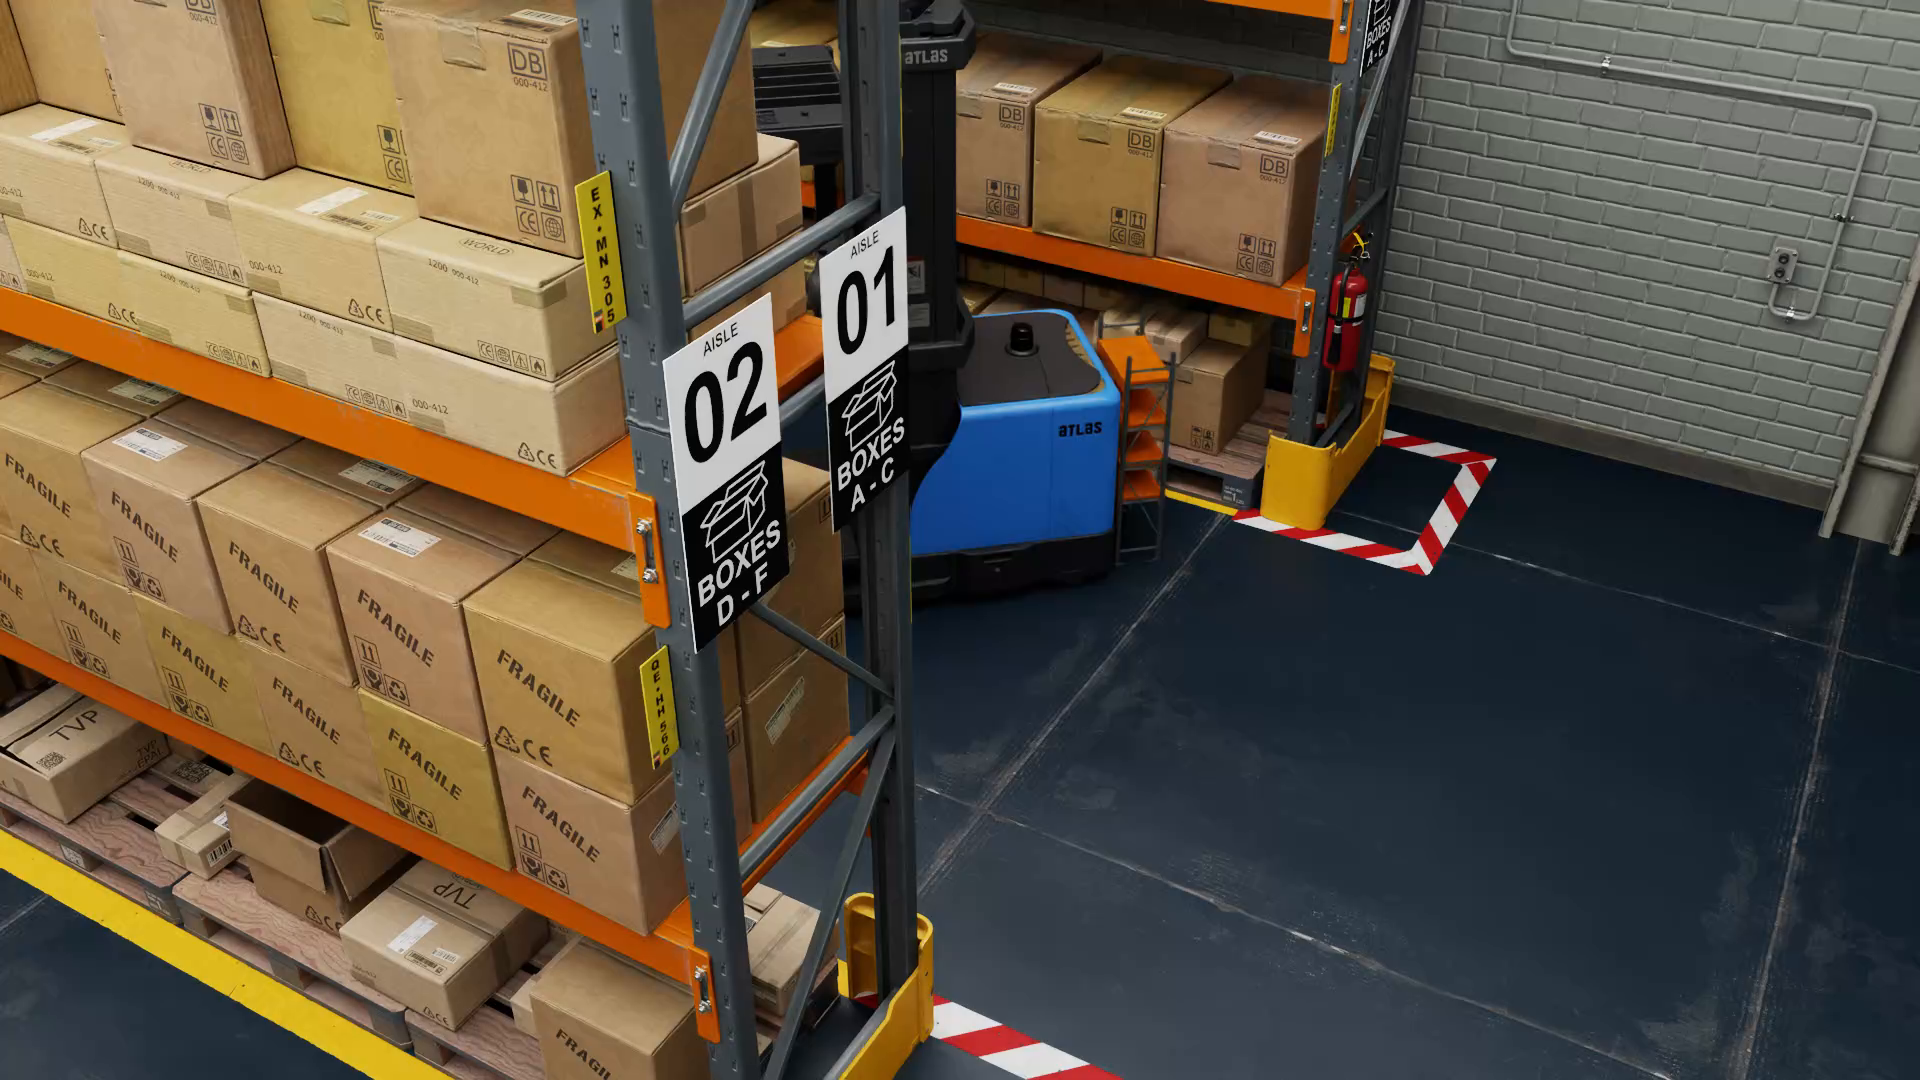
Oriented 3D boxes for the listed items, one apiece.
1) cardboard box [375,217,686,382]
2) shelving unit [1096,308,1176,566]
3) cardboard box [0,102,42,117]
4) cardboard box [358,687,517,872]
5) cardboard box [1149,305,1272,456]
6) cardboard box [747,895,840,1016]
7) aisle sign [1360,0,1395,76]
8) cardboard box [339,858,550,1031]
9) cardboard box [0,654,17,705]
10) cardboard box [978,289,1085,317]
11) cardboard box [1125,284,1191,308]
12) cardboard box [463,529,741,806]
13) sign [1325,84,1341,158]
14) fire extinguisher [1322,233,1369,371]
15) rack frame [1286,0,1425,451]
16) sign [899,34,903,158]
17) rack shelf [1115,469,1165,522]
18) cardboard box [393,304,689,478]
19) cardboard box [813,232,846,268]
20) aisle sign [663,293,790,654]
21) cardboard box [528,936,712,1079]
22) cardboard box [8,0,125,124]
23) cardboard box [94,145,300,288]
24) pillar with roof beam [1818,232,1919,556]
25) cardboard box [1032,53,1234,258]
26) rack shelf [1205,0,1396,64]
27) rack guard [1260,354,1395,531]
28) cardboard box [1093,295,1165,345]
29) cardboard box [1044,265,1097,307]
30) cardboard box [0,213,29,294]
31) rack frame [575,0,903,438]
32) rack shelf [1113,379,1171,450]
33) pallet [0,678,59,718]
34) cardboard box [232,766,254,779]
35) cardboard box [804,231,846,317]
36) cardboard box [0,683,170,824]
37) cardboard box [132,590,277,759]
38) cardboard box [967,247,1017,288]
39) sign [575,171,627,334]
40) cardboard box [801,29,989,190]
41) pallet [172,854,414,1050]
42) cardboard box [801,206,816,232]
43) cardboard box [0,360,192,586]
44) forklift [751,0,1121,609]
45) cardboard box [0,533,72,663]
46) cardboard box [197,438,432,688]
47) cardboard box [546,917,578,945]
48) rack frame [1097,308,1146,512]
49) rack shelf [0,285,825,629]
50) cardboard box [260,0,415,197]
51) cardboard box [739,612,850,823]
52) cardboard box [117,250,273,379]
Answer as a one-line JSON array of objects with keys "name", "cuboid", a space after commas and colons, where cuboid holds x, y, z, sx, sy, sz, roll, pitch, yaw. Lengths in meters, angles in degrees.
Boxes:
[{"name": "cardboard box", "cuboid": [-1.017, -0.646, 3.992, 0.500, 0.250, 0.500, 18, 37, 24]}, {"name": "shelving unit", "cuboid": [0.861, -0.516, 8.442, 0.258, 1.200, 0.503, -7, 34, -10]}, {"name": "cardboard box", "cuboid": [-2.755, -1.195, 4.816, 0.500, 0.250, 0.500, 18, 37, 24]}, {"name": "cardboard box", "cuboid": [-1.421, 0.592, 5.065, 0.500, 0.500, 0.500, 18, 38, 25]}, {"name": "cardboard box", "cuboid": [1.352, -0.897, 9.267, 0.500, 0.500, 0.700, 18, 37, 24]}, {"name": "cardboard box", "cuboid": [-0.638, 1.489, 5.982, 0.250, 0.149, 0.380, 18, 37, 24]}, {"name": "aisle sign", "cuboid": [1.923, -2.536, 7.507, 0.004, 0.787, 0.394, 18, 37, 24]}, {"name": "cardboard box", "cuboid": [-1.849, 1.421, 5.994, 0.500, 0.250, 0.500, 18, 37, 24]}, {"name": "cardboard box", "cuboid": [-4.488, 0.526, 7.112, 0.500, 0.500, 0.500, 17, 37, 24]}, {"name": "cardboard box", "cuboid": [0.481, -1.173, 9.681, 0.500, 0.500, 0.700, 16, 37, 23]}, {"name": "cardboard box", "cuboid": [1.120, -1.368, 9.389, 0.250, 0.149, 0.380, 18, 38, 25]}, {"name": "cardboard box", "cuboid": [-0.968, 0.319, 4.573, 0.500, 0.500, 0.500, 17, 37, 24]}, {"name": "sign", "cuboid": [1.729, -1.942, 7.701, 0.005, 0.325, 0.100, 18, 37, 24]}, {"name": "fire extinguisher", "cuboid": [1.912, -1.168, 8.203, 0.183, 0.674, 0.296, 18, 37, 24]}, {"name": "rack frame", "cuboid": [2.010, -1.618, 8.474, 0.127, 3.000, 1.000, 18, 37, 24]}, {"name": "sign", "cuboid": [-0.176, -1.107, 4.211, 0.005, 0.325, 0.100, 18, 37, 24]}, {"name": "rack shelf", "cuboid": [0.861, -0.295, 8.589, 0.258, 0.148, 0.480, -7, 34, -10]}, {"name": "cardboard box", "cuboid": [-1.022, -0.434, 4.125, 0.500, 0.250, 0.500, 18, 37, 24]}, {"name": "cardboard box", "cuboid": [-0.658, -1.686, 9.867, 0.250, 0.149, 0.380, 19, 38, 26]}, {"name": "aisle sign", "cuboid": [-0.538, -0.149, 3.923, 0.004, 0.787, 0.394, 18, 37, 24]}, {"name": "cardboard box", "cuboid": [-1.039, 1.593, 5.510, 0.500, 0.500, 0.500, 18, 37, 24]}, {"name": "cardboard box", "cuboid": [-2.166, -1.520, 4.628, 0.500, 0.500, 0.700, 18, 37, 24]}, {"name": "cardboard box", "cuboid": [-1.884, -0.923, 4.408, 0.500, 0.250, 0.500, 18, 37, 24]}, {"name": "pillar with roof beam", "cuboid": [2.647, -1.718, 3.210, 0.400, 9.000, 9.100, 18, 37, 24]}, {"name": "cardboard box", "cuboid": [0.925, -2.073, 8.887, 0.700, 0.700, 0.980, 17, 37, 24]}, {"name": "rack shelf", "cuboid": [0.273, -3.118, 8.668, 4.000, 0.370, 1.077, 18, 37, 24]}, {"name": "rack guard", "cuboid": [2.031, -0.571, 9.157, 0.348, 0.500, 1.175, 18, 37, 24]}, {"name": "cardboard box", "cuboid": [0.928, -1.185, 9.114, 0.250, 0.149, 0.380, 19, 38, 26]}, {"name": "cardboard box", "cuboid": [0.682, -1.507, 9.597, 0.250, 0.149, 0.380, 18, 38, 25]}, {"name": "cardboard box", "cuboid": [-2.753, -0.989, 4.958, 0.500, 0.250, 0.500, 18, 37, 24]}, {"name": "rack frame", "cuboid": [-0.445, -1.731, 3.230, 0.127, 3.000, 1.000, 18, 37, 24]}, {"name": "rack shelf", "cuboid": [0.862, -0.646, 8.355, 0.258, 0.148, 0.480, -7, 34, -10]}, {"name": "pallet", "cuboid": [-4.643, 0.622, 7.626, 1.213, 0.211, 1.003, 18, 37, 24]}, {"name": "cardboard box", "cuboid": [-2.631, 0.829, 6.828, 0.500, 0.311, 0.500, 18, 37, 24]}, {"name": "cardboard box", "cuboid": [-0.865, -1.598, 10.320, 0.500, 0.500, 0.700, 18, 38, 25]}, {"name": "cardboard box", "cuboid": [-3.661, 0.822, 6.838, 0.500, 0.311, 0.500, 18, 37, 24]}, {"name": "cardboard box", "cuboid": [-2.289, 0.313, 5.483, 0.500, 0.500, 0.500, 17, 37, 24]}, {"name": "cardboard box", "cuboid": [0.239, -1.647, 9.808, 0.250, 0.149, 0.380, 17, 37, 24]}, {"name": "sign", "cuboid": [-0.738, -0.589, 3.423, 0.005, 0.325, 0.100, 18, 37, 24]}, {"name": "cardboard box", "cuboid": [-0.369, -2.483, 9.502, 0.700, 0.700, 0.980, 17, 37, 23]}, {"name": "pallet", "cuboid": [-2.259, 1.351, 6.530, 1.213, 0.211, 1.003, 18, 37, 24]}, {"name": "cardboard box", "cuboid": [-0.892, -2.003, 10.343, 0.250, 0.149, 0.380, 17, 37, 24]}, {"name": "cardboard box", "cuboid": [-2.754, -0.243, 5.417, 0.500, 0.500, 0.500, 16, 37, 23]}, {"name": "forklift", "cuboid": [-0.790, -1.111, 7.774, 3.031, 2.935, 1.130, -7, 34, -10]}, {"name": "cardboard box", "cuboid": [-3.164, 0.035, 5.901, 0.500, 0.500, 0.500, 18, 38, 25]}, {"name": "cardboard box", "cuboid": [-1.859, 0.040, 4.992, 0.500, 0.500, 0.500, 19, 38, 26]}, {"name": "cardboard box", "cuboid": [-1.210, 1.304, 6.169, 0.500, 0.250, 0.500, 18, 37, 24]}, {"name": "rack frame", "cuboid": [0.811, -0.648, 8.641, 0.240, 1.200, 0.015, -7, 34, -10]}, {"name": "rack shelf", "cuboid": [-2.181, -0.733, 5.087, 4.000, 0.370, 1.077, 18, 37, 24]}, {"name": "cardboard box", "cuboid": [-1.291, -1.252, 4.225, 0.500, 0.500, 0.700, 18, 37, 24]}, {"name": "cardboard box", "cuboid": [-0.699, 0.476, 5.239, 0.500, 0.500, 0.500, 18, 38, 25]}, {"name": "cardboard box", "cuboid": [-1.891, -0.708, 4.536, 0.500, 0.250, 0.500, 18, 37, 24]}]
